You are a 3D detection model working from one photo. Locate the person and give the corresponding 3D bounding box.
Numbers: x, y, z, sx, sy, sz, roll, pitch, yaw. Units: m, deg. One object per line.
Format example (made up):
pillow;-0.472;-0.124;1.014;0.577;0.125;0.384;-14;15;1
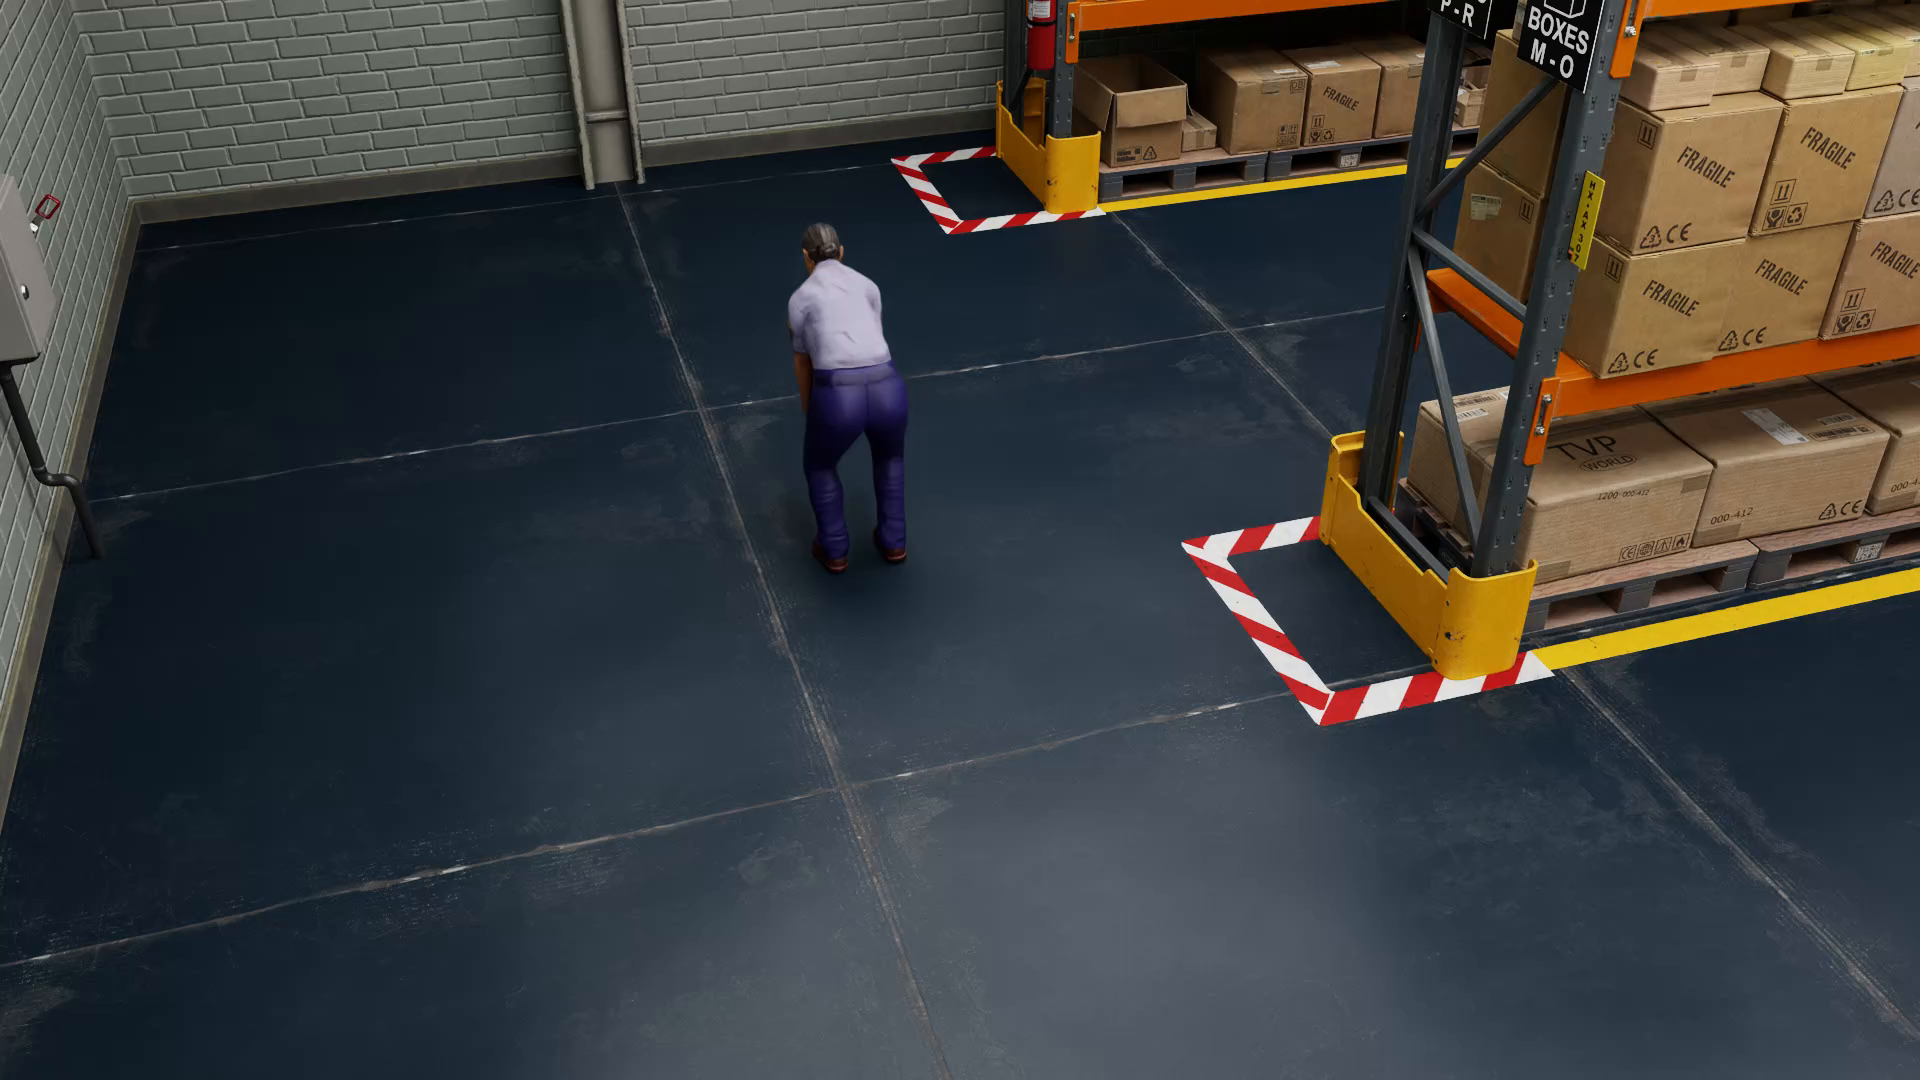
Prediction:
person;-0.493;-0.605;7.244;0.455;1.436;0.729;-11;36;-16
